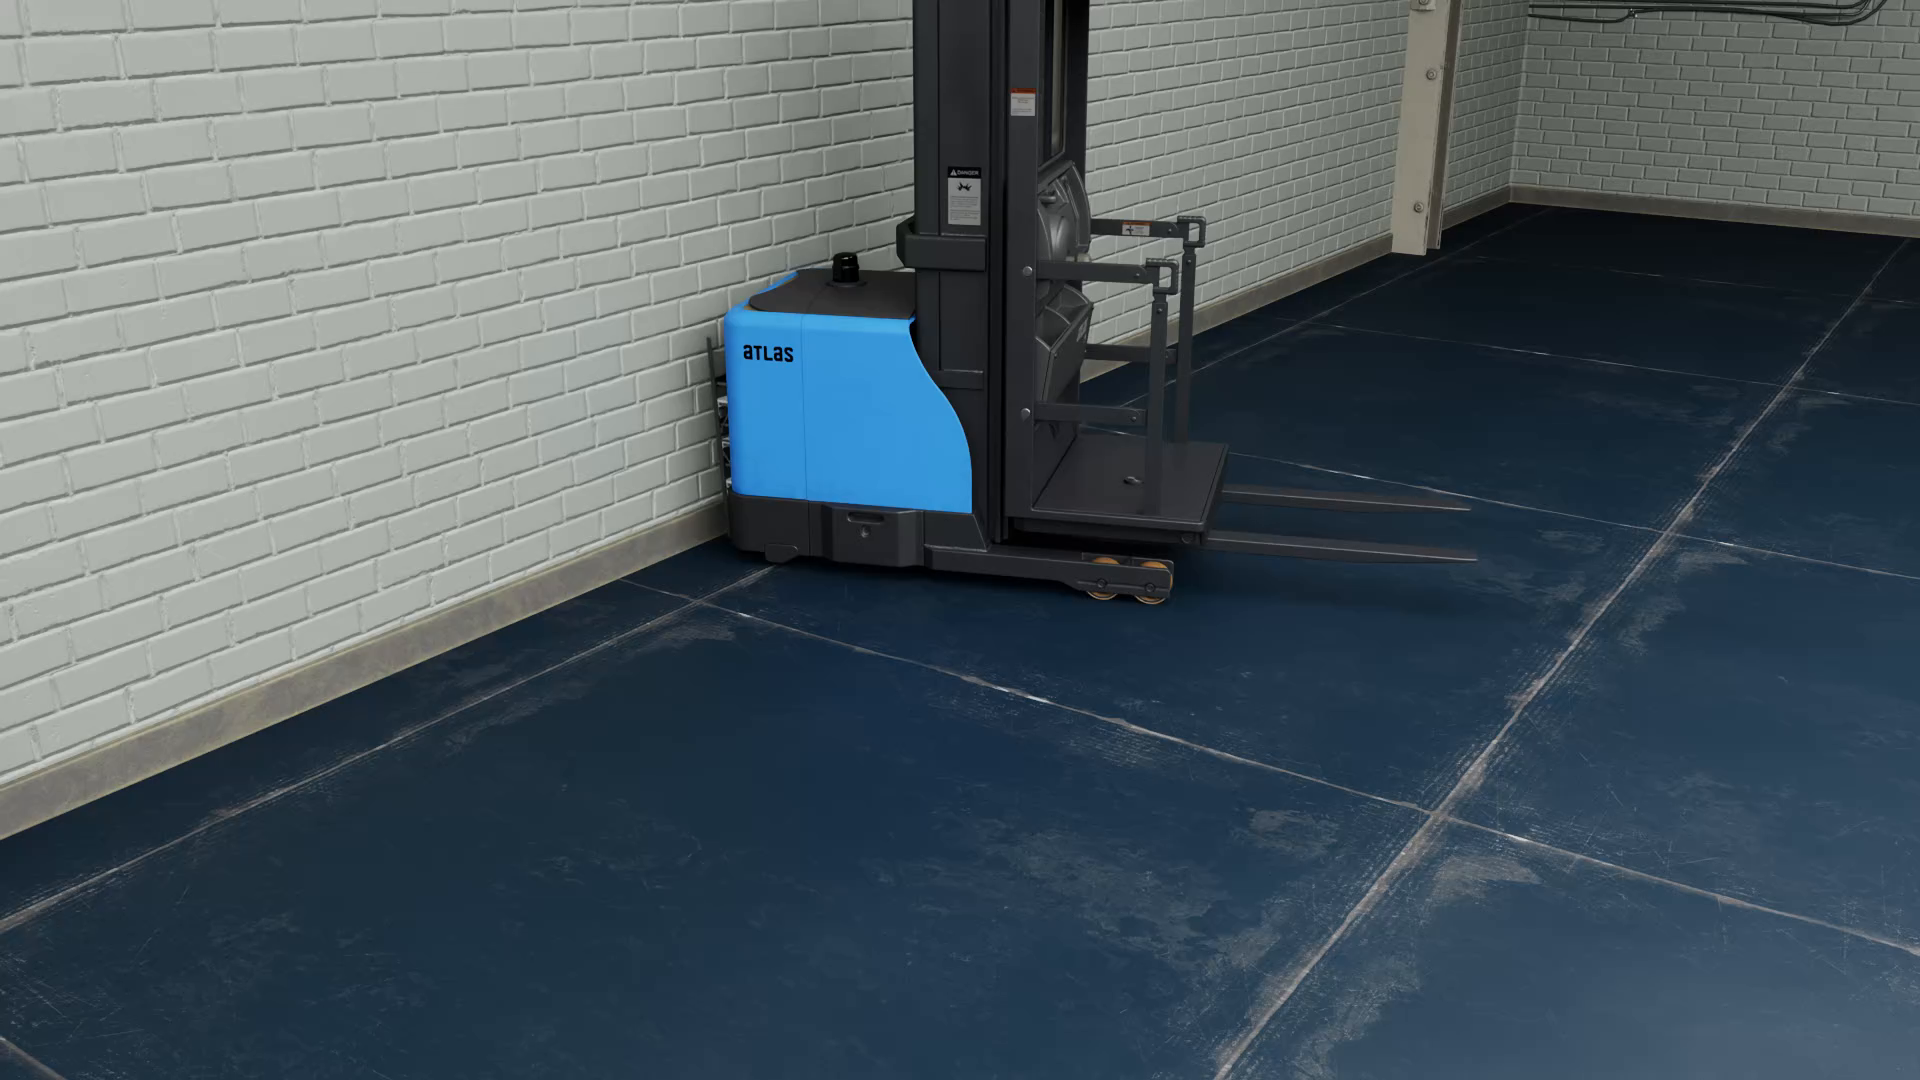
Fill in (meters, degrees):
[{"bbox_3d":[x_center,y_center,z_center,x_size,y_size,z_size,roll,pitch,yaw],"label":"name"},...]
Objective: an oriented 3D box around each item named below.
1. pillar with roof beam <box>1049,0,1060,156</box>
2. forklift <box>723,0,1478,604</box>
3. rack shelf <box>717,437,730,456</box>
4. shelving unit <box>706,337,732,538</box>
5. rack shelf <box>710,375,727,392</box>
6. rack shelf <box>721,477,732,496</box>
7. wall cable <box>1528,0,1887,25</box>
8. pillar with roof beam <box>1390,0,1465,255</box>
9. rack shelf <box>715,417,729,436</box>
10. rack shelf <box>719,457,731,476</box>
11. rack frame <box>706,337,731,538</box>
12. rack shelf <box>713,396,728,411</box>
[{"bbox_3d":[3.941,-4.060,5.269,9.100,9.000,0.400,13,24,32],"label":"pillar with roof beam"},{"bbox_3d":[0.606,-1.324,6.618,3.031,2.935,1.130,5,21,13],"label":"forklift"},{"bbox_3d":[-0.886,-0.410,7.186,0.258,0.077,0.200,10,22,35],"label":"rack shelf"},{"bbox_3d":[-0.888,-0.442,7.176,0.258,0.900,0.210,10,22,35],"label":"shelving unit"},{"bbox_3d":[-0.901,-0.666,7.103,0.258,0.077,0.200,10,22,35],"label":"rack shelf"},{"bbox_3d":[-0.875,-0.239,7.242,0.258,0.077,0.200,10,22,35],"label":"rack shelf"},{"bbox_3d":[6.503,-5.752,14.319,3.097,2.526,0.112,13,24,32],"label":"wall cable"},{"bbox_3d":[7.314,-5.781,9.923,9.100,9.000,0.400,13,24,32],"label":"pillar with roof beam"},{"bbox_3d":[-0.891,-0.495,7.158,0.258,0.077,0.200,10,22,35],"label":"rack shelf"},{"bbox_3d":[-0.881,-0.325,7.214,0.258,0.077,0.200,10,22,35],"label":"rack shelf"},{"bbox_3d":[-0.948,-0.413,7.099,0.240,0.900,0.006,10,22,35],"label":"rack frame"},{"bbox_3d":[-0.896,-0.581,7.131,0.258,0.077,0.200,10,22,35],"label":"rack shelf"}]
